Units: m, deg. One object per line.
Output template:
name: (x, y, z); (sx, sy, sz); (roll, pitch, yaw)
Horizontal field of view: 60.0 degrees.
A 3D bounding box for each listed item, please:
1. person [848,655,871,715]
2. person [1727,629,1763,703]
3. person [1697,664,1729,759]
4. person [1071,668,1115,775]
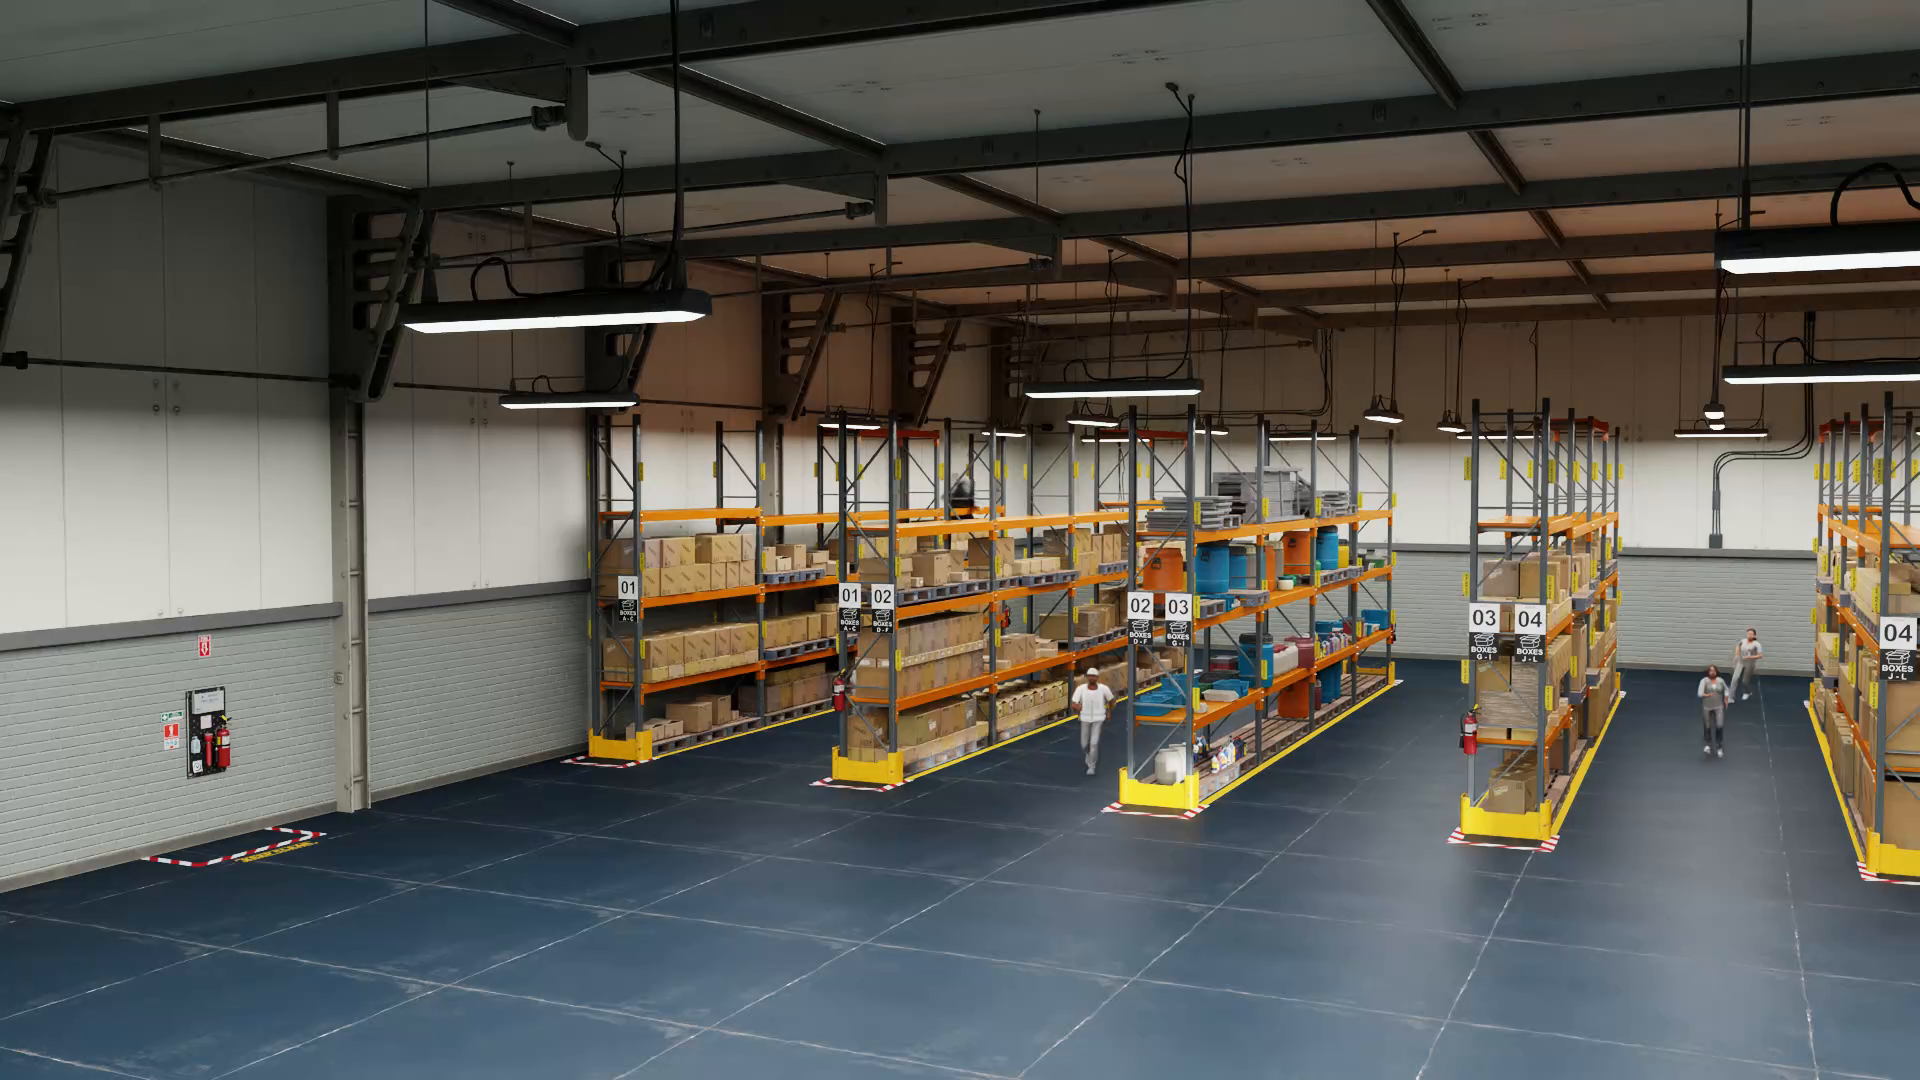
person: (-1.828, 2.917, 30.528); (0.574, 1.660, 0.528); (0, 2, 11)
person: (16.891, 2.691, 35.641); (0.987, 1.608, 0.603); (-2, 3, -44)
person: (13.214, 3.007, 29.168); (0.526, 1.648, 0.684); (1, 3, 21)
person: (2.199, 2.988, 27.619); (0.709, 1.740, 0.804); (0, 2, 11)
